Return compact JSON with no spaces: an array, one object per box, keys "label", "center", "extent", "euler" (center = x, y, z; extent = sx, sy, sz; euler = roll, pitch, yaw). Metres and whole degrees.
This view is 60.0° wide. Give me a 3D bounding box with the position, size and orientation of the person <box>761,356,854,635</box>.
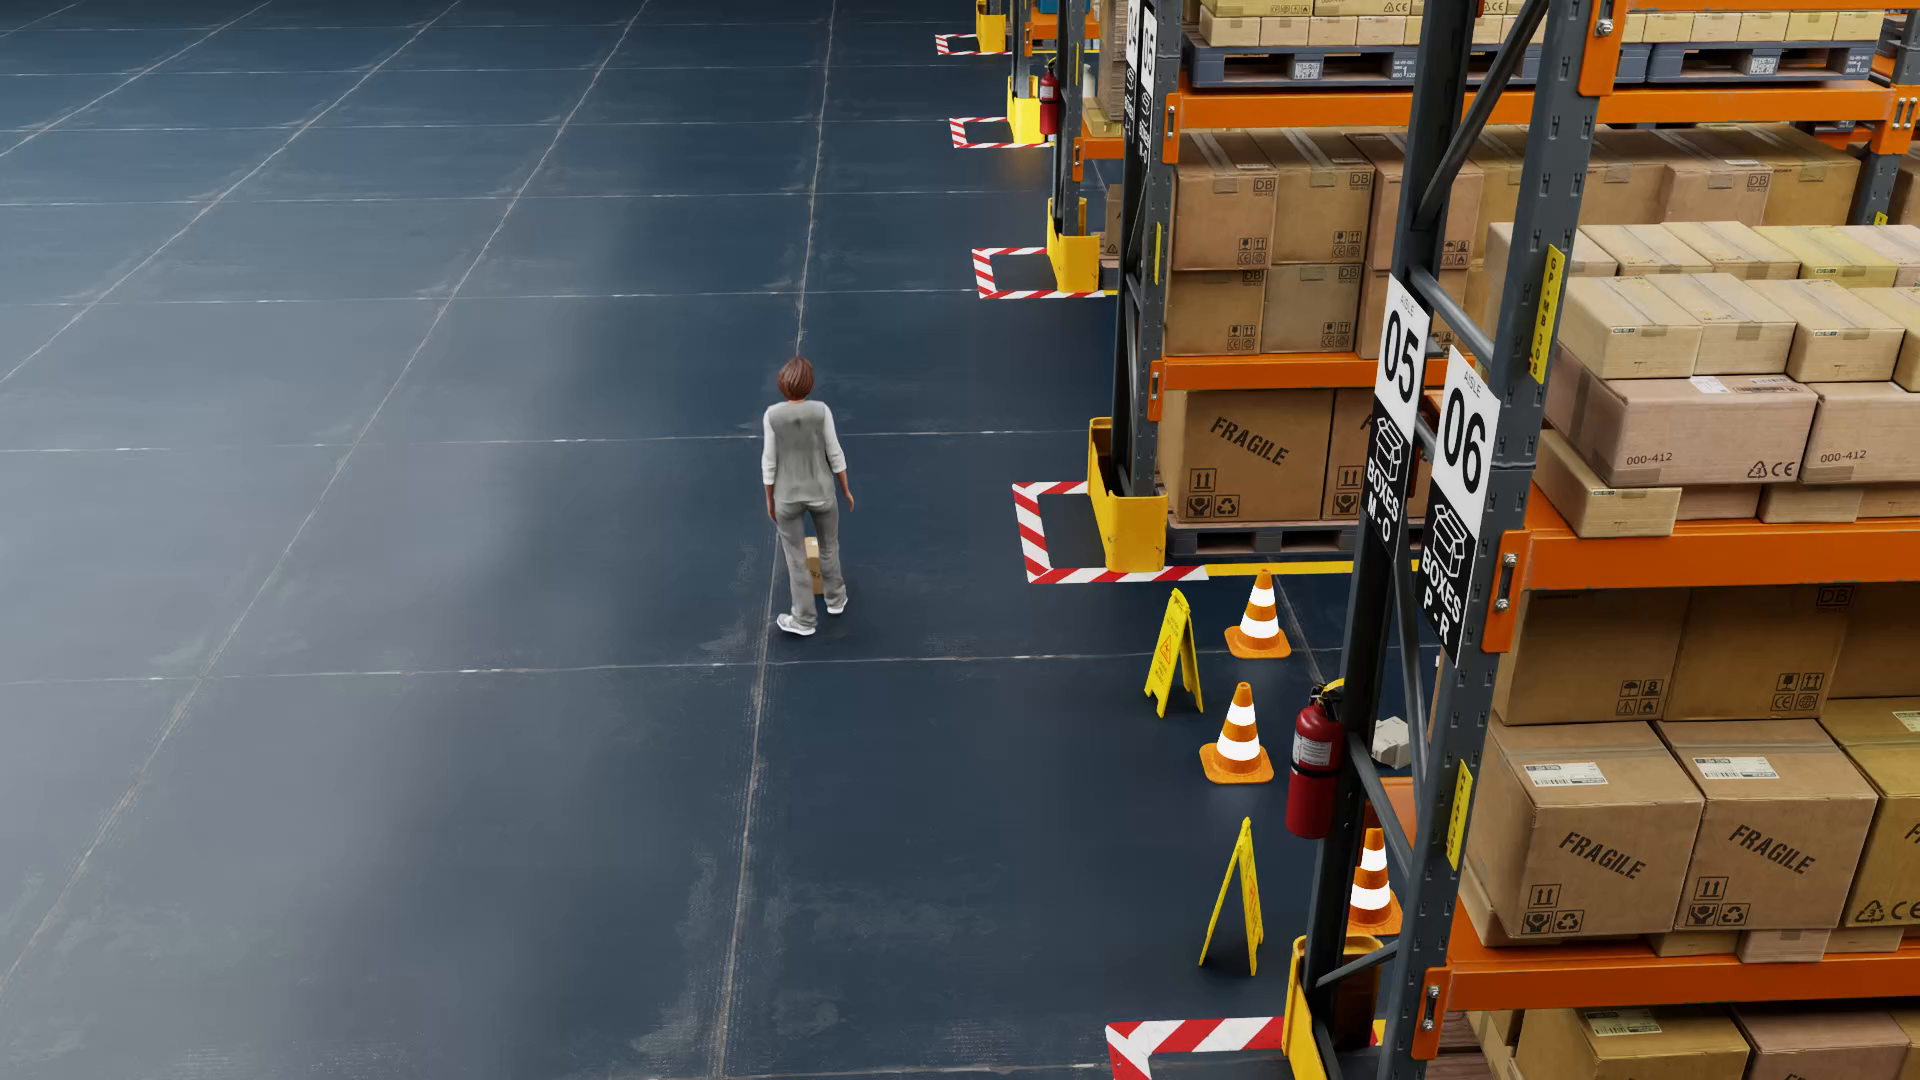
[{"label":"person","center":[-0.838,-0.261,9.093],"extent":[0.489,1.601,0.480],"euler":[-5,28,-10]}]
